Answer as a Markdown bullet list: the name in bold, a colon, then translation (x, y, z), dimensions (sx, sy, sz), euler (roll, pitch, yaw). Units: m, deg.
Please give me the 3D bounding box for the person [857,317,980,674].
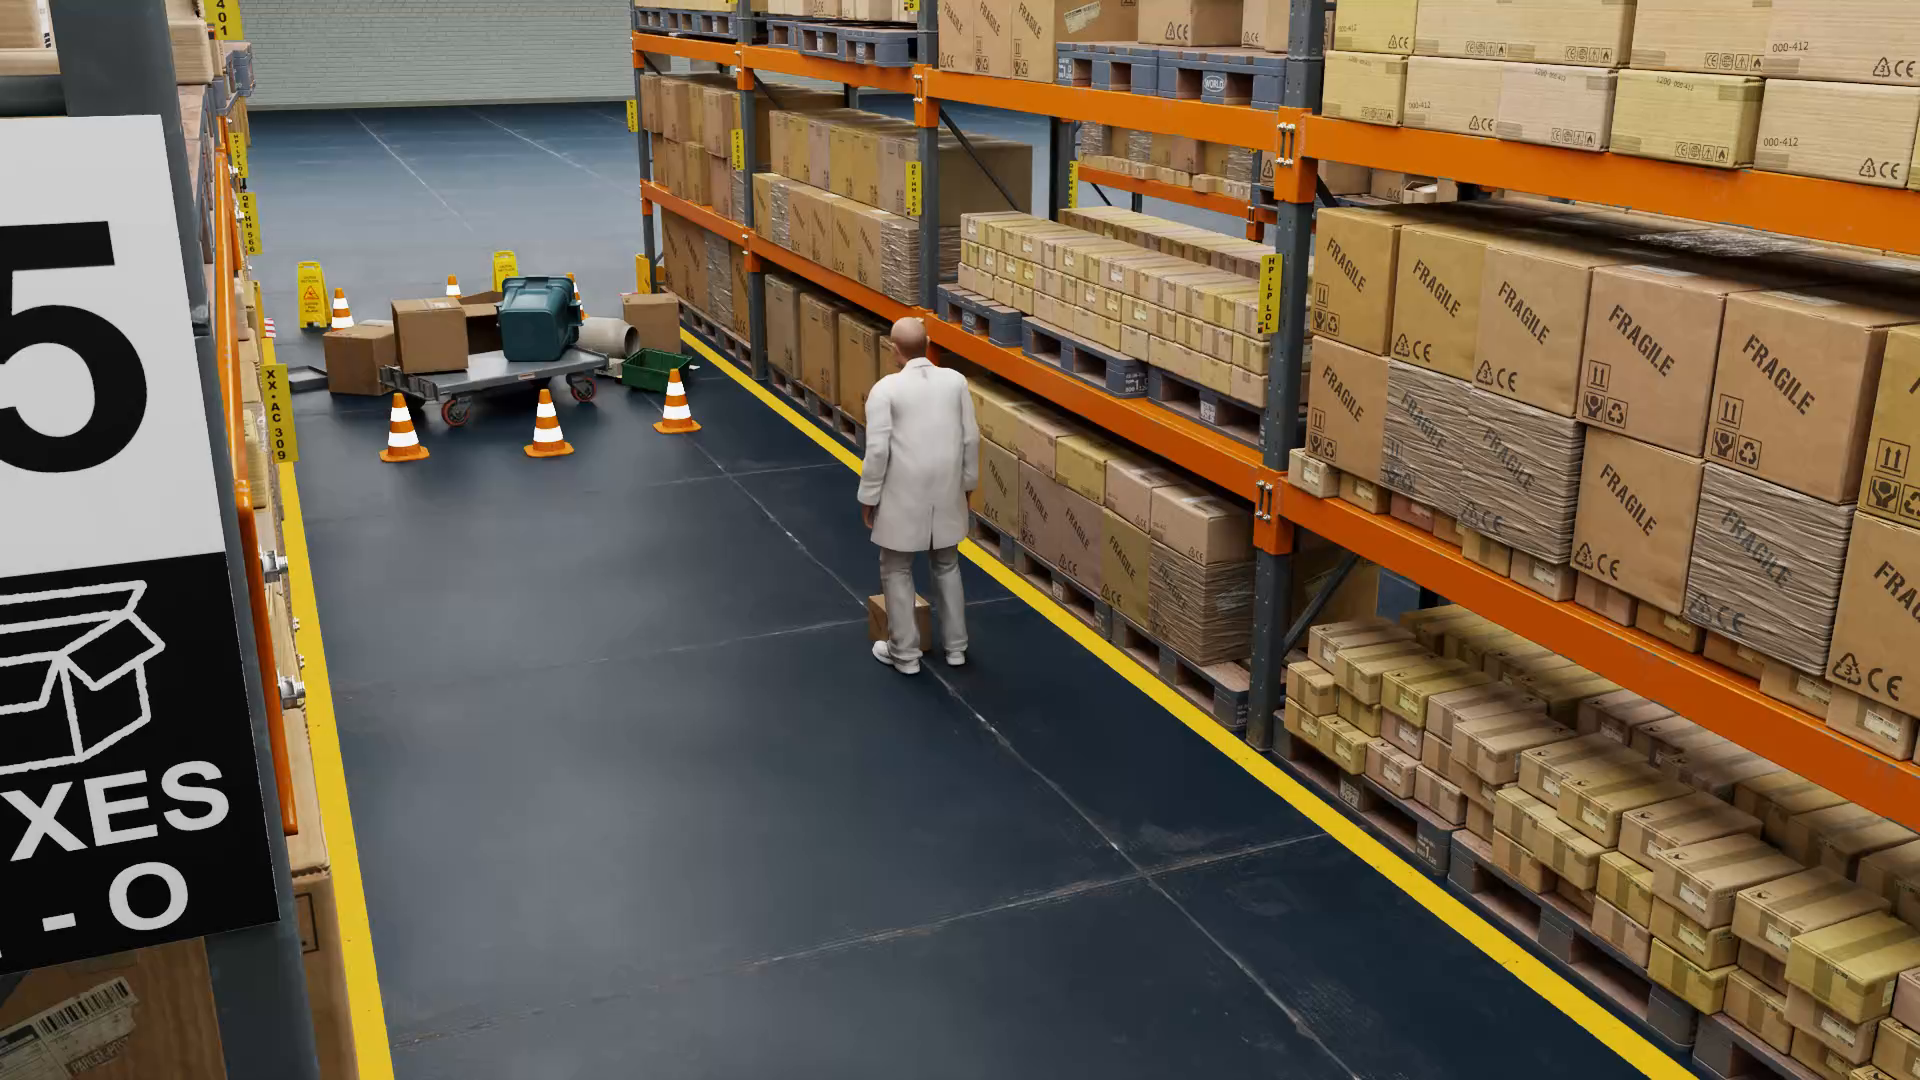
- **person**: translation (-0.204, -0.219, 8.238), dimensions (0.647, 1.773, 0.427), euler (-9, 20, -24)
